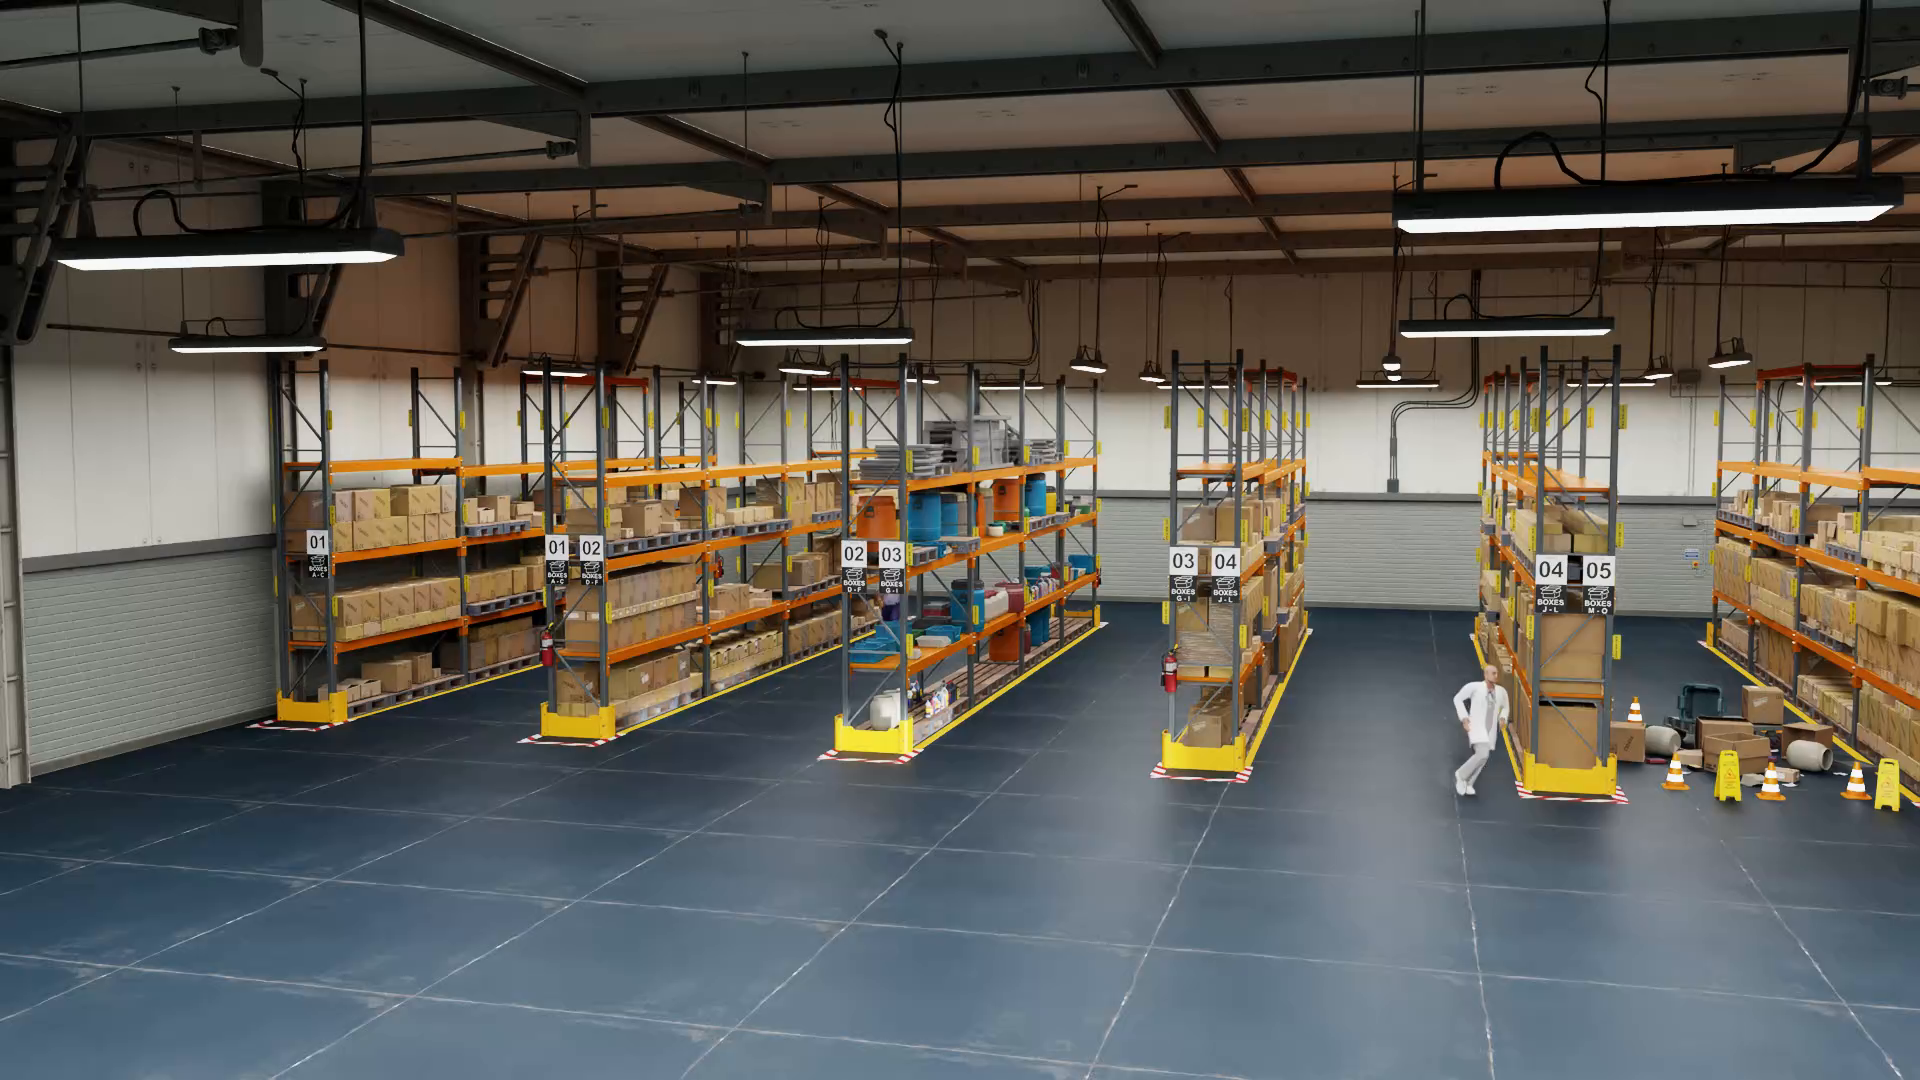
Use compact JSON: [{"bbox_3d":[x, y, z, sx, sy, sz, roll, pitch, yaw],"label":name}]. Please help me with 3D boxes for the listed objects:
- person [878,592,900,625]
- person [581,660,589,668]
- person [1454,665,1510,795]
[{"bbox_3d":[-1.418,1.473,34.440,0.608,1.609,0.565,1,4,7],"label":"person"},{"bbox_3d":[-6.946,1.898,30.993,0.654,1.823,0.853,0,4,6],"label":"person"},{"bbox_3d":[7.009,2.540,22.178,0.722,1.726,0.609,-1,4,-15],"label":"person"}]
